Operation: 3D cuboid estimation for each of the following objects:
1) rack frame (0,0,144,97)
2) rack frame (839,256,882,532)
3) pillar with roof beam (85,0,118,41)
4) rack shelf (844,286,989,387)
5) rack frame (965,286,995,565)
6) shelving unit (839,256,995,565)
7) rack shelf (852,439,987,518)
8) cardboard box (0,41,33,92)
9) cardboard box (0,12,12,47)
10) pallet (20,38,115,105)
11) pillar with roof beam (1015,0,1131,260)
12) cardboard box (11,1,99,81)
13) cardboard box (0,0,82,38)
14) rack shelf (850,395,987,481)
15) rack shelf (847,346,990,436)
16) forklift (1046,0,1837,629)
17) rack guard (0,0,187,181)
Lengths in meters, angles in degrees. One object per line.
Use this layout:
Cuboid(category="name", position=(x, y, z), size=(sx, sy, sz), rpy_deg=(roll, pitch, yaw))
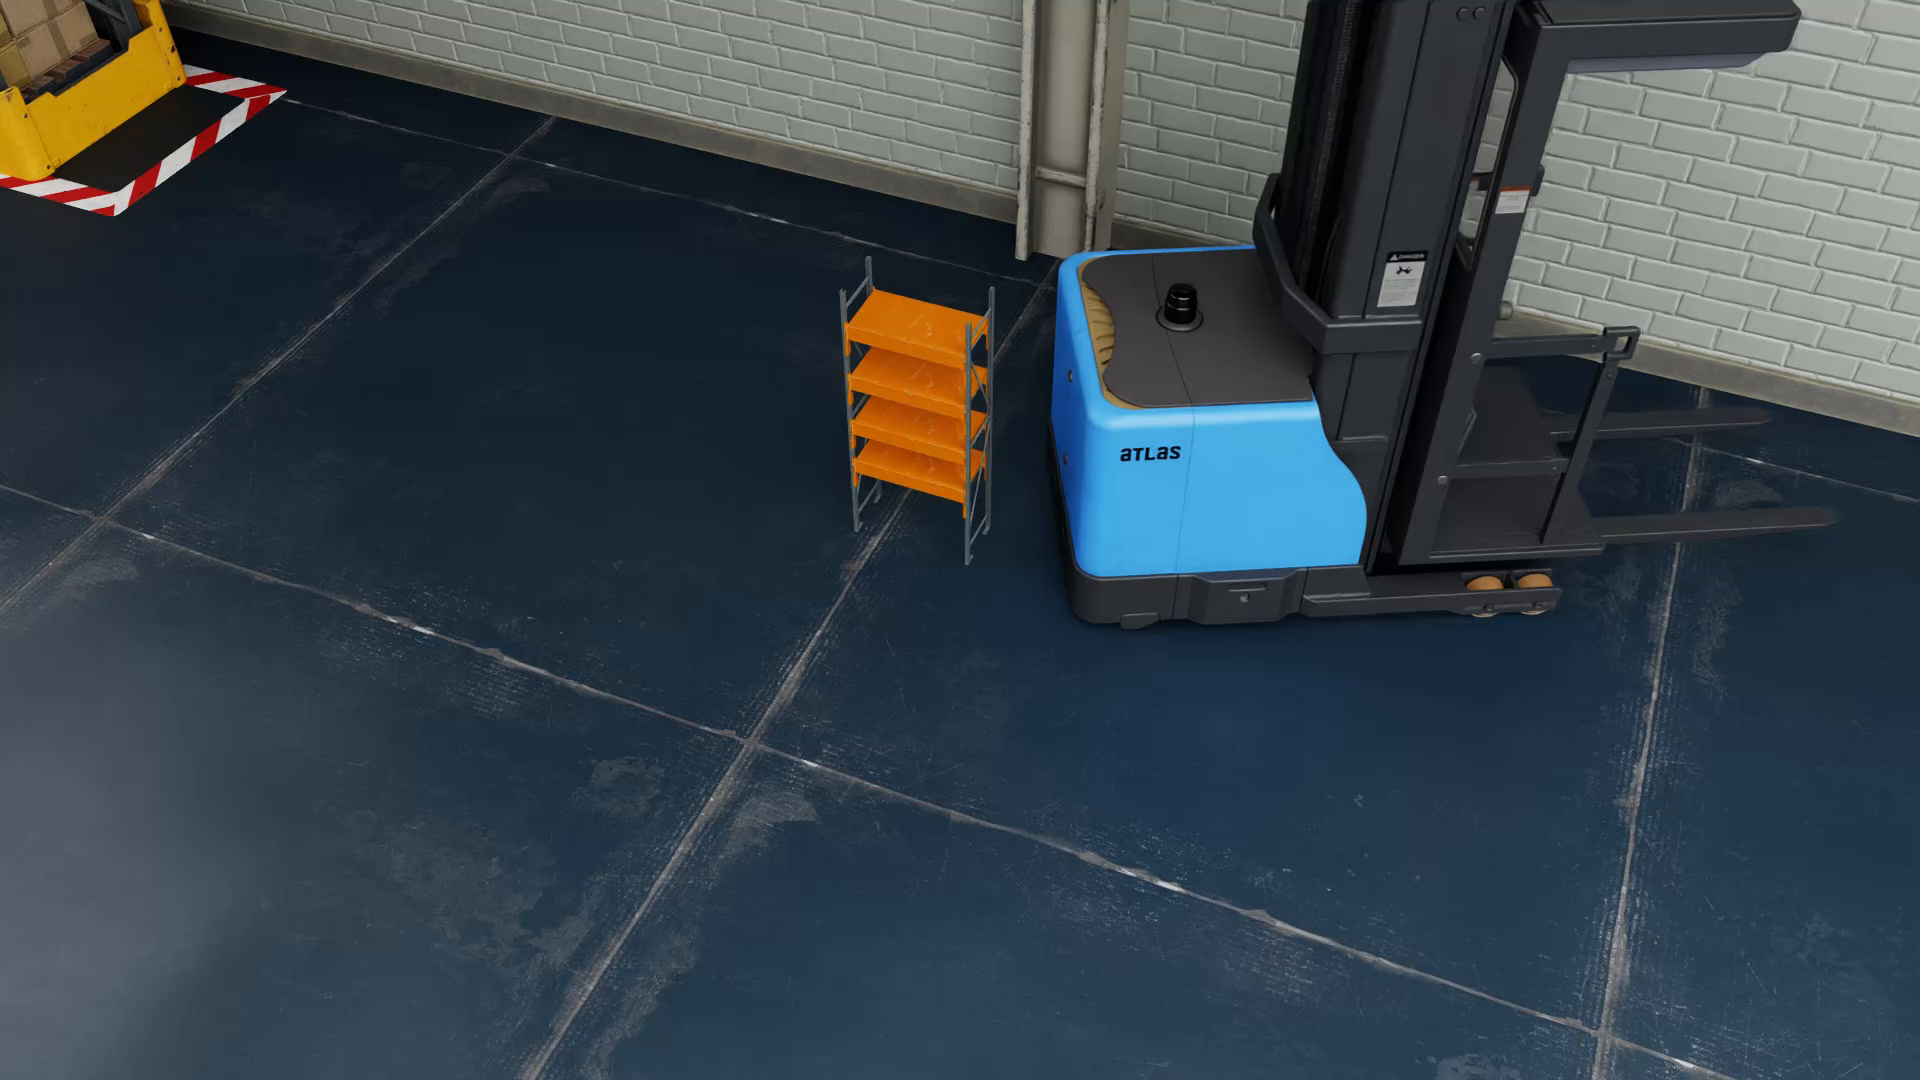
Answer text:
Cuboid(category="rack frame", position=(-4.732, -3.342, 7.983), size=(0.127, 3.000, 1.000), rpy_deg=(16, 47, 16))
Cuboid(category="rack frame", position=(-0.378, -0.537, 6.439), size=(0.015, 1.200, 0.240), rpy_deg=(16, 47, 16))
Cuboid(category="pillar with roof beam", position=(-6.685, -3.442, 3.830), size=(0.400, 9.000, 9.100), rpy_deg=(16, 47, 16))
Cuboid(category="rack shelf", position=(-0.153, -0.749, 6.095), size=(0.480, 0.148, 0.258), rpy_deg=(16, 47, 16))
Cuboid(category="rack frame", position=(0.072, -0.404, 6.305), size=(0.015, 1.200, 0.240), rpy_deg=(16, 47, 16))
Cuboid(category="shelving unit", position=(-0.153, -0.470, 6.372), size=(0.503, 1.200, 0.258), rpy_deg=(16, 47, 16))
Cuboid(category="rack shelf", position=(-0.153, -0.282, 6.559), size=(0.480, 0.148, 0.258), rpy_deg=(16, 47, 16))
Cuboid(category="cardboard box", position=(-5.287, -2.438, 8.726), size=(0.500, 0.250, 0.500), rpy_deg=(17, 47, 16))
Cuboid(category="cardboard box", position=(-5.301, -2.622, 8.556), size=(0.500, 0.250, 0.500), rpy_deg=(16, 47, 15))
Cuboid(category="pallet", position=(-5.453, -2.534, 9.147), size=(1.213, 0.211, 1.003), rpy_deg=(16, 47, 16))
Cuboid(category="pillar with roof beam", position=(-1.147, -1.813, 2.192), size=(0.400, 9.000, 9.100), rpy_deg=(16, 47, 16))
Cuboid(category="cardboard box", position=(-5.110, -2.777, 9.066), size=(0.500, 0.250, 0.500), rpy_deg=(17, 47, 16))
Cuboid(category="cardboard box", position=(-5.086, -2.957, 8.892), size=(0.500, 0.250, 0.500), rpy_deg=(17, 47, 17))
Cuboid(category="rack shelf", position=(-0.153, -0.423, 6.419), size=(0.480, 0.148, 0.258), rpy_deg=(16, 47, 16))
Cuboid(category="rack shelf", position=(-0.153, -0.581, 6.262), size=(0.480, 0.148, 0.258), rpy_deg=(16, 47, 16))
Cuboid(category="forklift", position=(1.903, -1.111, 5.789), size=(3.031, 2.935, 1.130), rpy_deg=(-3, 45, -3))
Cuboid(category="rack guard", position=(-4.709, -2.450, 8.858), size=(0.348, 0.500, 1.175), rpy_deg=(16, 47, 16))
